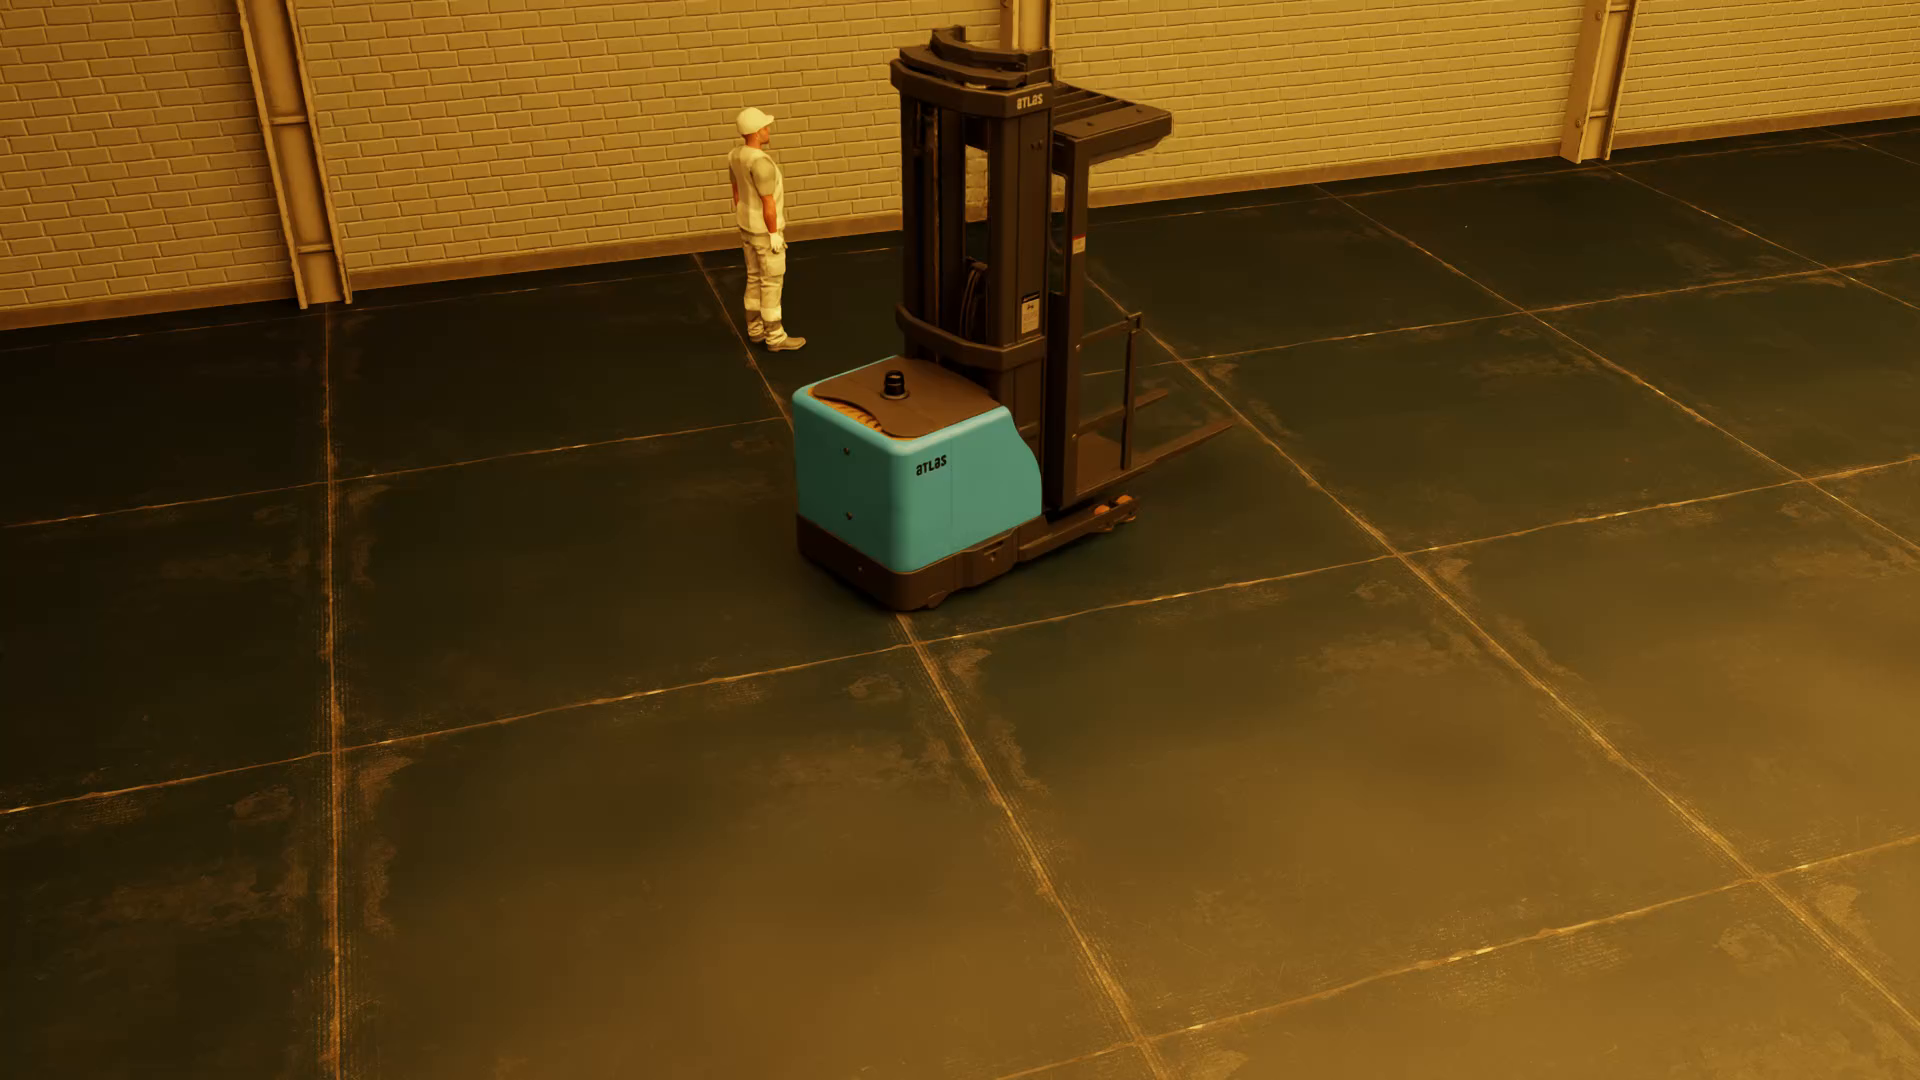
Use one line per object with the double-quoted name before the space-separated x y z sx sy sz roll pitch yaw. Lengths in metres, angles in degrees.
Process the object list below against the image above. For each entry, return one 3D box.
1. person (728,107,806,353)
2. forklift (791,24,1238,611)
"person" -1.438 -2.282 12.197 0.369 1.795 0.526 -19 35 -30
"forklift" 0.475 -1.488 9.673 3.031 2.935 1.130 -24 37 -35
